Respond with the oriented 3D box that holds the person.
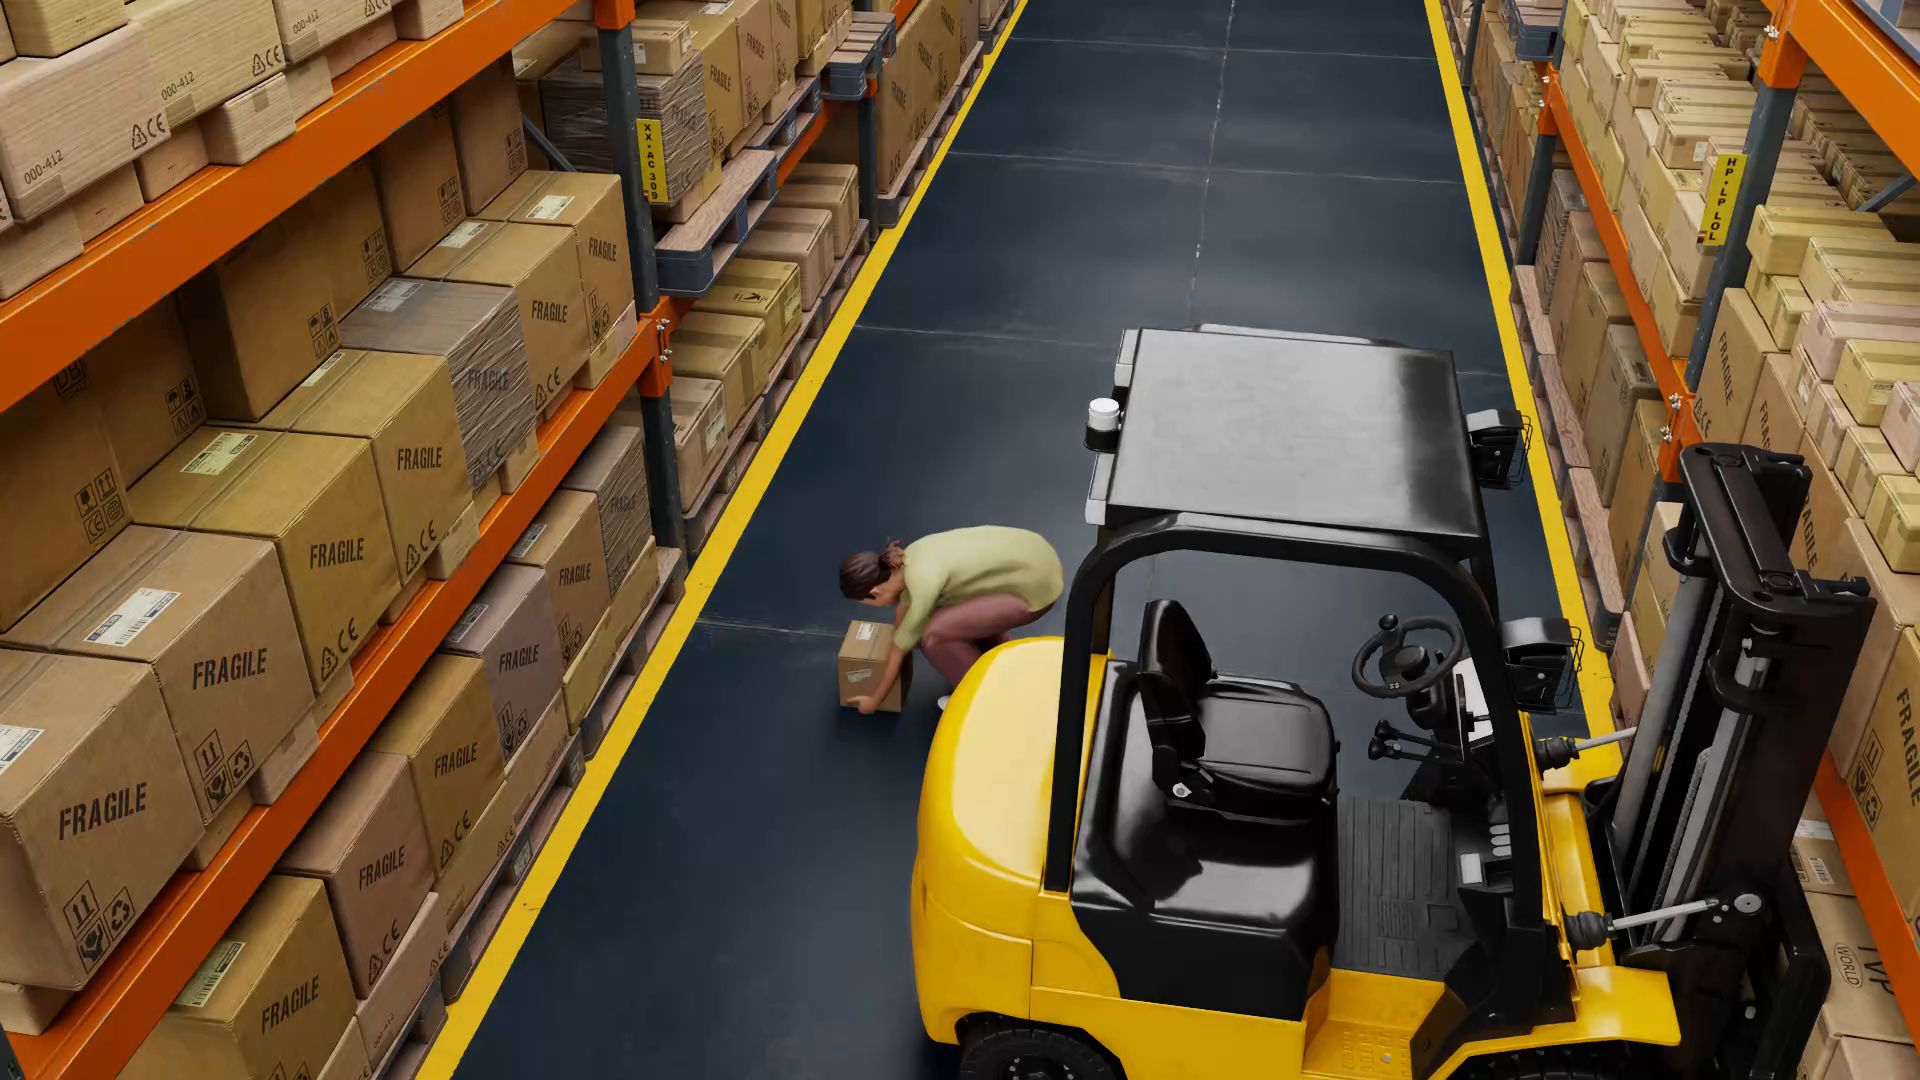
[{"bbox_3d":[-0.032,0.309,6.535,0.866,0.758,0.448,0,33,0],"label":"person"}]
